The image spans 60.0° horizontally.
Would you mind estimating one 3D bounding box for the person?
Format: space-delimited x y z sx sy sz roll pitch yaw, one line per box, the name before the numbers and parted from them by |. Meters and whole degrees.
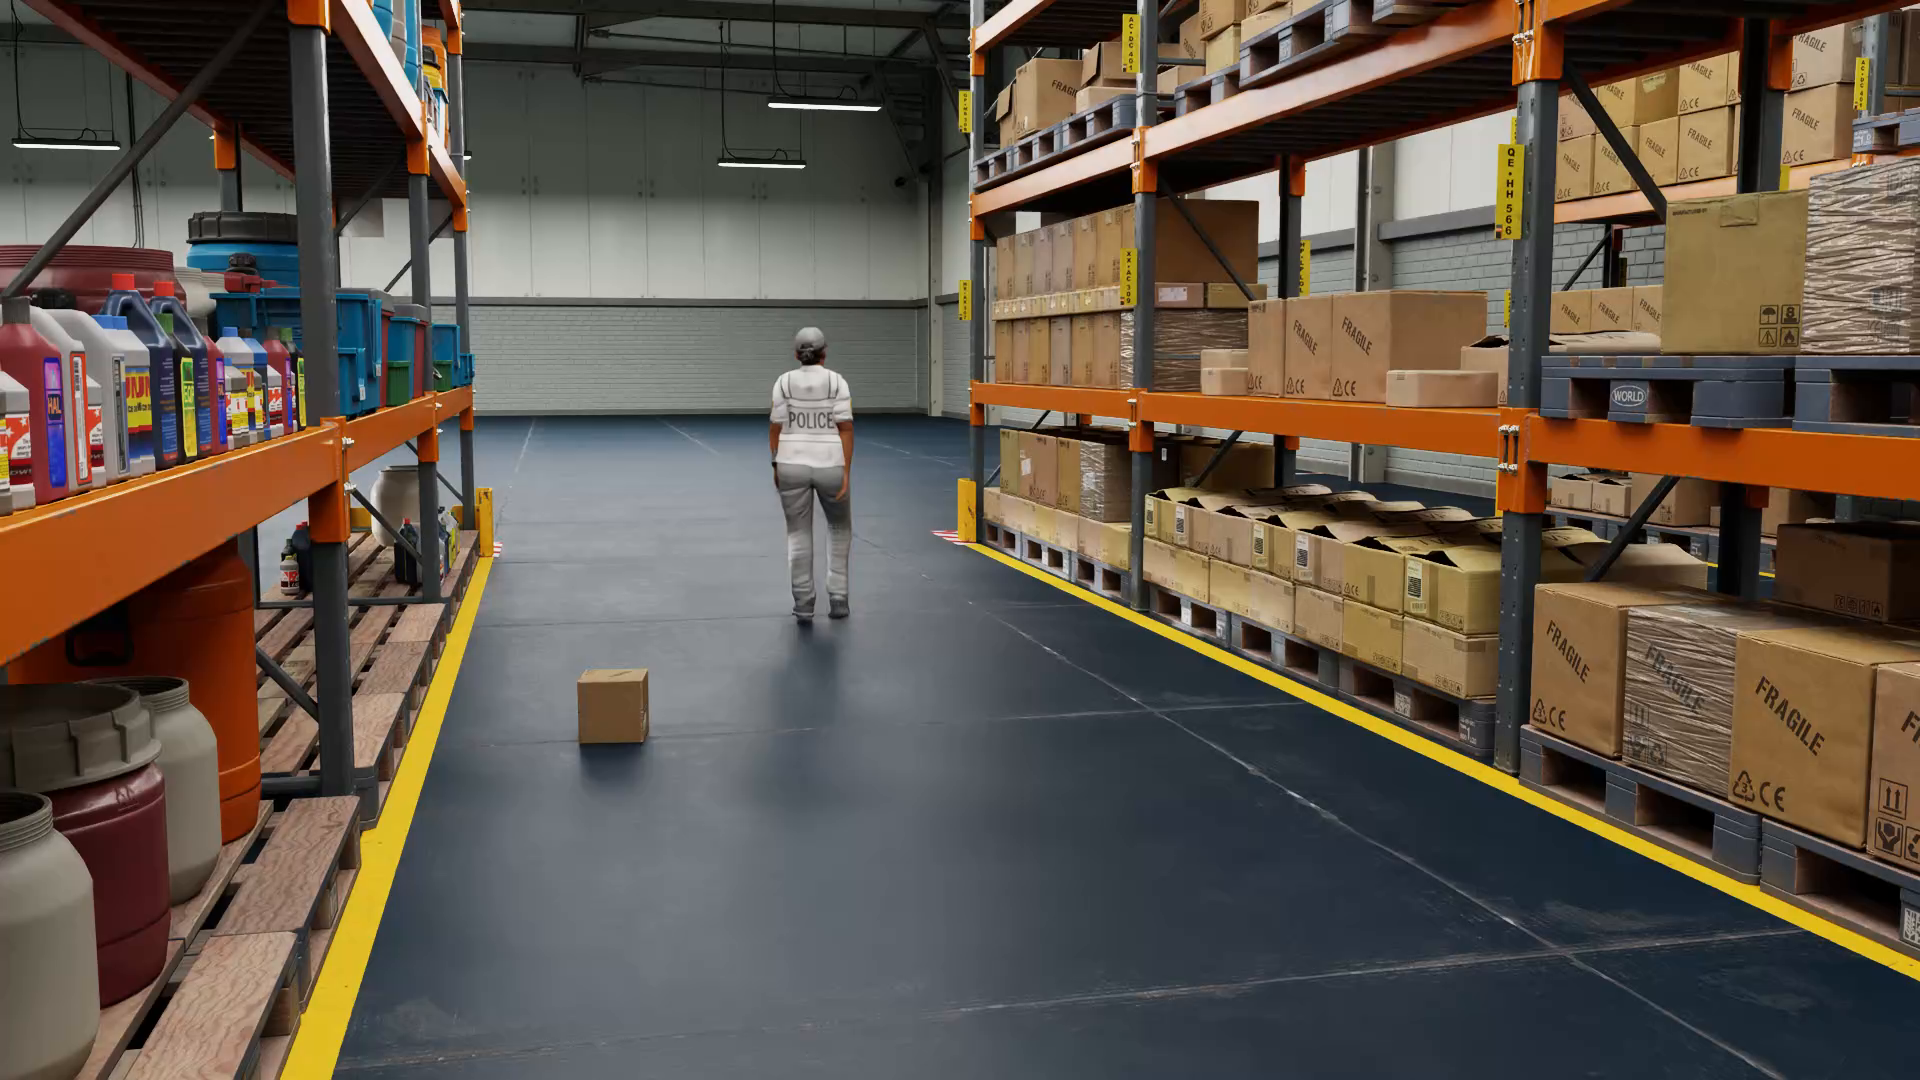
person | -0.851 -0.353 9.578 0.482 1.733 0.529 0 6 -4
